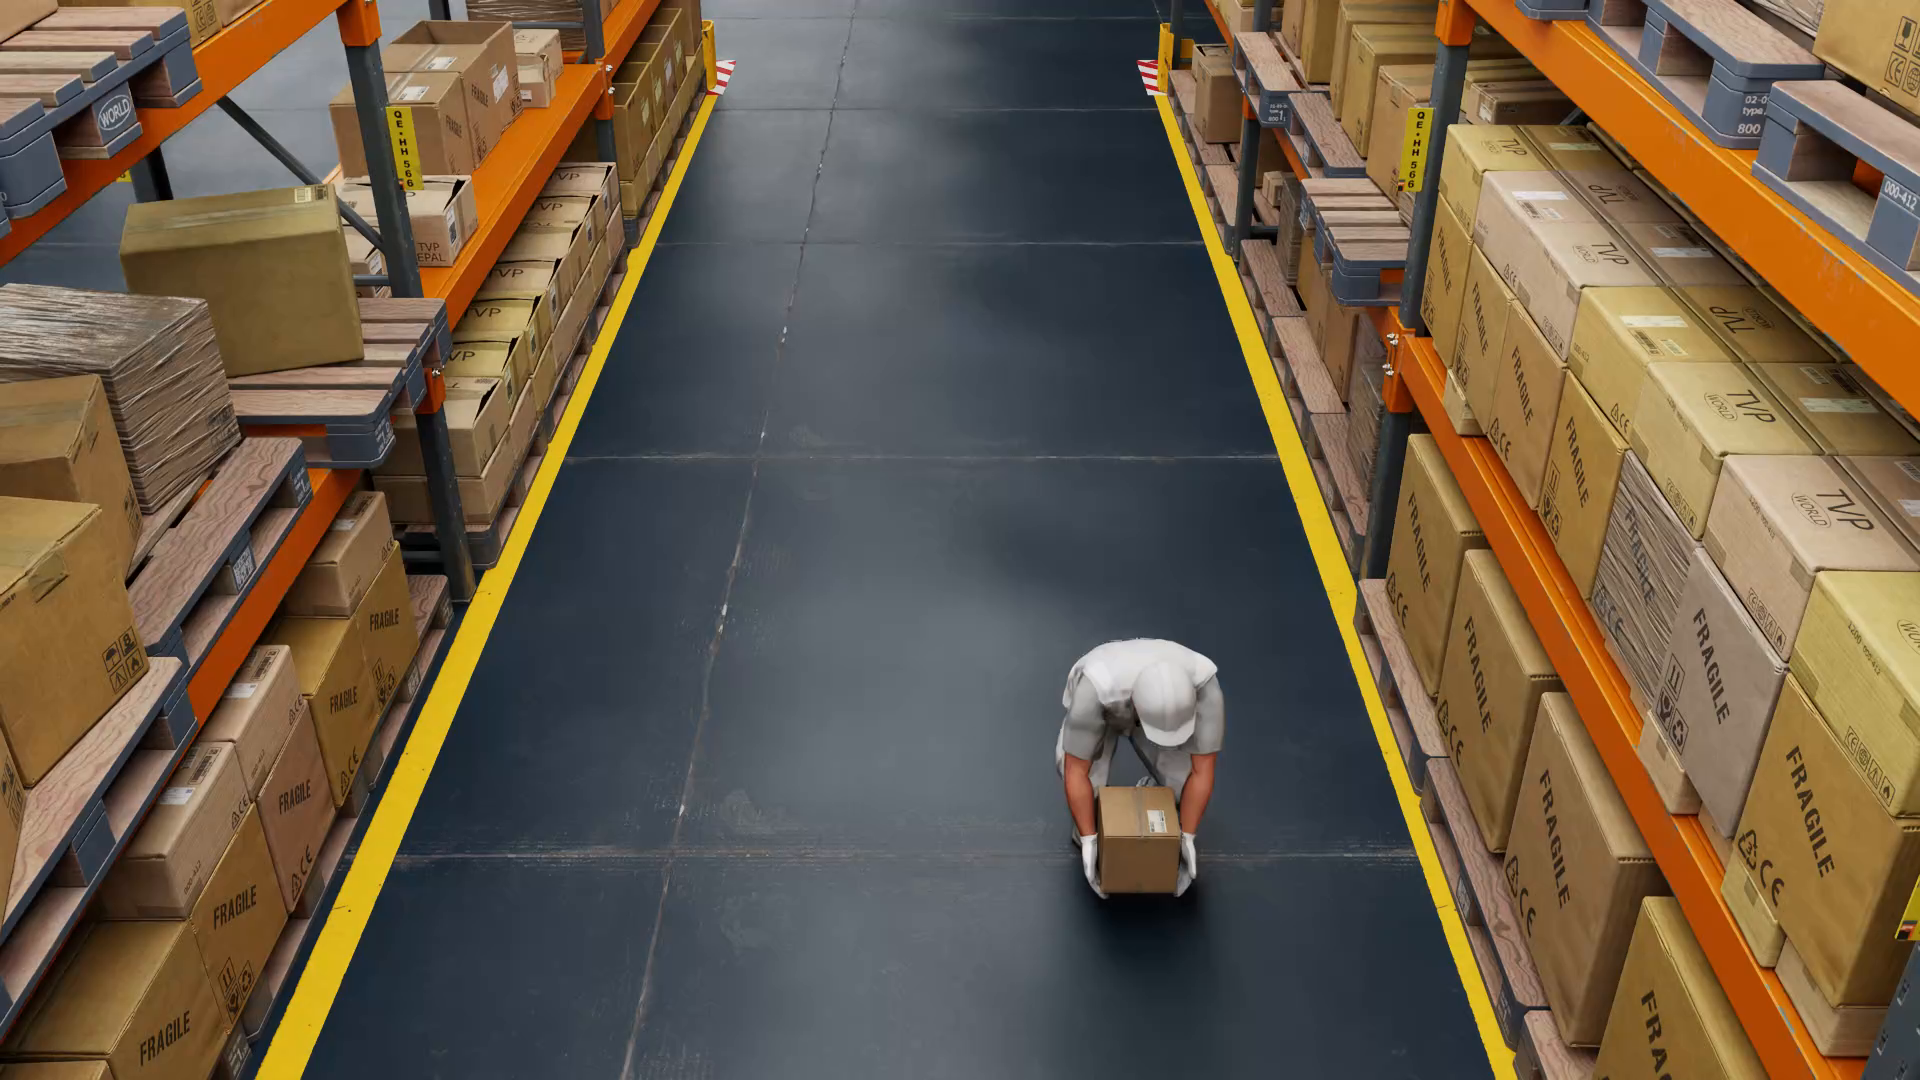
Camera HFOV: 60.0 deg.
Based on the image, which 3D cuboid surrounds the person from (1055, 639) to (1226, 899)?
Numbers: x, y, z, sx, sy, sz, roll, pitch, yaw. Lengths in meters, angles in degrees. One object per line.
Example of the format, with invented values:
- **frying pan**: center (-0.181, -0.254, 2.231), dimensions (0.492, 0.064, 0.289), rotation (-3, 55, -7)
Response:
- **person**: center (0.616, 0.683, 5.762), dimensions (0.565, 0.990, 0.882), rotation (0, 31, 0)
